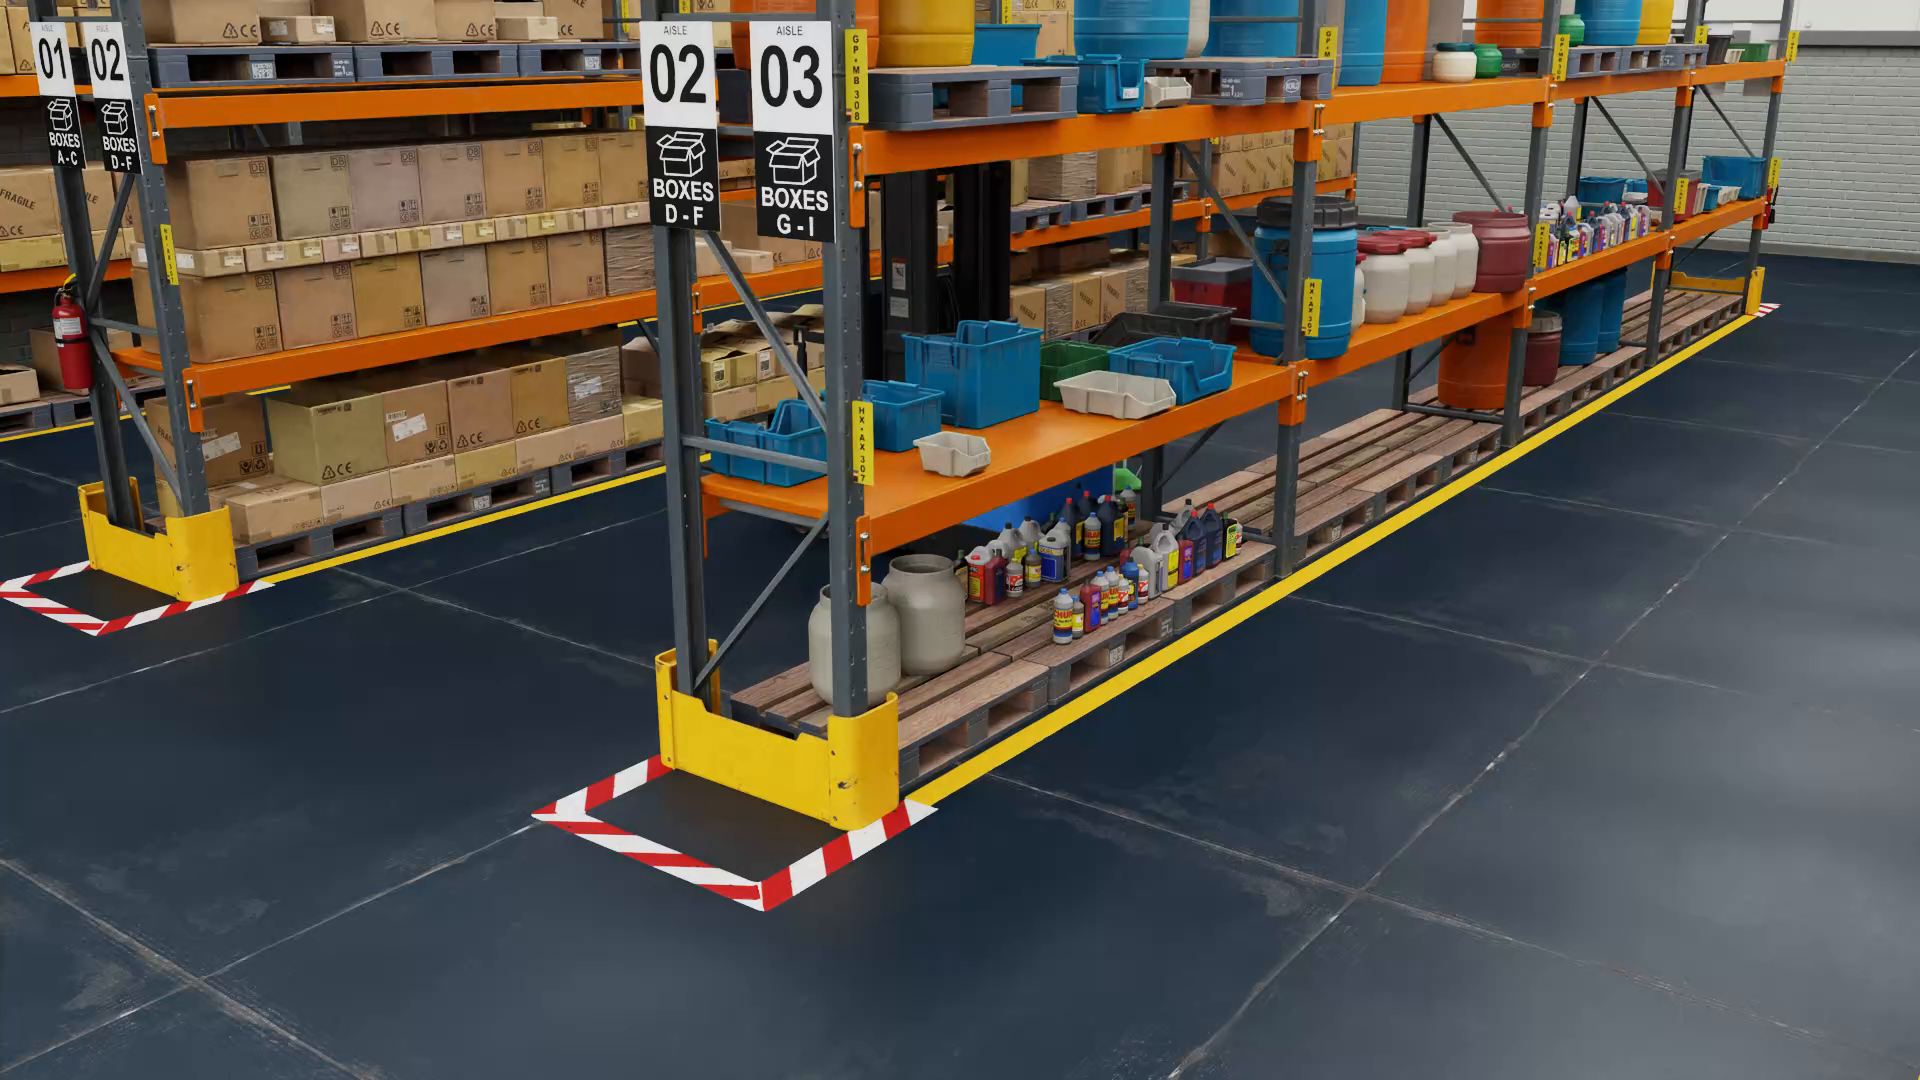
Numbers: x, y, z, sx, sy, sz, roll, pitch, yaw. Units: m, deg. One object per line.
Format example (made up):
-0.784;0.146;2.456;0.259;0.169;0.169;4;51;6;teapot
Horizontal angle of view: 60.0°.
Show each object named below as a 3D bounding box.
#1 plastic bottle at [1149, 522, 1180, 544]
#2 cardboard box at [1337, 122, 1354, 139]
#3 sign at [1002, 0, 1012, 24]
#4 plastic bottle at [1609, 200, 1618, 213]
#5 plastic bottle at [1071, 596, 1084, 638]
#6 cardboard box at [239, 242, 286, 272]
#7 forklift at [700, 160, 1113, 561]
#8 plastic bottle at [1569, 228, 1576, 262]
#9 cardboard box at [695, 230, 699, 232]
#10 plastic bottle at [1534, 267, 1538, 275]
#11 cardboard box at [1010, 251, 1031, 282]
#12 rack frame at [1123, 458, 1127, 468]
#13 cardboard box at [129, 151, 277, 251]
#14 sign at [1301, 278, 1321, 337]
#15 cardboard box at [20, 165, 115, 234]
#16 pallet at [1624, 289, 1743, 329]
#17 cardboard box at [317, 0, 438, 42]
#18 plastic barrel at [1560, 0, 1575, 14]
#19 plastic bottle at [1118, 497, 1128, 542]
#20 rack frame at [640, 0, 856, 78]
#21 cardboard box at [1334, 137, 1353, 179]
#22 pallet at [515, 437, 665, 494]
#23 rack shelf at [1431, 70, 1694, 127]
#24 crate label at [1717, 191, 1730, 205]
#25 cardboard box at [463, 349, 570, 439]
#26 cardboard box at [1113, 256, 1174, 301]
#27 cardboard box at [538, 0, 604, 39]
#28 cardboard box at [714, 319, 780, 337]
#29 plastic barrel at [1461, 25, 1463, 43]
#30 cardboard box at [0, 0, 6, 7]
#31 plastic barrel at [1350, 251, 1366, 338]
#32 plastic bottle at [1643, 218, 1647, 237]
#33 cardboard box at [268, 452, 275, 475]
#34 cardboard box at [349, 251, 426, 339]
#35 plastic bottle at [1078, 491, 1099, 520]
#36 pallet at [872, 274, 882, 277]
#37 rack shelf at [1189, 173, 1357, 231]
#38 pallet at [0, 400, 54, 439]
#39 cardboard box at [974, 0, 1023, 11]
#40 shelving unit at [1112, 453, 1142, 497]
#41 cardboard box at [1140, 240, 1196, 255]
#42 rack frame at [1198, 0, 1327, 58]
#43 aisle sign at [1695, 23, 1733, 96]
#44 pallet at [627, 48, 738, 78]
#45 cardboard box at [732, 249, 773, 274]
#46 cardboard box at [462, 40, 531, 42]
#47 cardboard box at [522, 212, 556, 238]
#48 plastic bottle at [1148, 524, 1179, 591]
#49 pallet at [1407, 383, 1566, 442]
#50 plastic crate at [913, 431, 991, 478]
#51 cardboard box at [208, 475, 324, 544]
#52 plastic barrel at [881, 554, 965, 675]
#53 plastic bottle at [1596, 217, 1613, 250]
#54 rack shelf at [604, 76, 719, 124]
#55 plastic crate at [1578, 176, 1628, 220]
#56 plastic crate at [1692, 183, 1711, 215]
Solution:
1.169;0.027;9.449;0.152;0.276;0.135;12;21;35;plastic bottle
4.699;-5.398;21.215;0.500;0.500;0.500;12;21;34;cardboard box
0.418;-4.739;14.885;0.100;0.325;0.005;12;21;35;sign
5.936;-2.924;15.185;0.144;0.351;0.185;12;21;35;plastic bottle
0.579;0.384;8.425;0.097;0.201;0.097;0;17;0;plastic bottle
-4.228;-1.693;9.876;0.380;0.149;0.250;12;21;33;cardboard box
-0.487;-1.517;10.686;3.031;2.935;1.130;14;22;37;forklift
5.054;-2.450;13.793;0.097;0.271;0.097;0;17;0;plastic bottle
-3.460;-3.323;19.302;0.750;0.750;0.750;12;21;34;cardboard box
4.470;-2.233;13.085;0.152;0.276;0.135;12;21;35;plastic bottle
0.376;-2.775;16.831;0.500;0.250;0.500;13;22;37;cardboard box
0.989;-0.706;10.993;0.240;1.200;0.015;-3;18;-10;rack frame
-4.470;-2.006;9.788;0.700;0.500;0.500;13;21;35;cardboard box
2.005;-1.326;9.488;0.100;0.325;0.005;12;21;35;sign
-7.331;-2.811;13.692;0.500;0.500;0.500;13;22;36;cardboard box
8.197;-2.630;18.858;1.003;0.211;1.213;12;21;35;pallet
-3.580;-3.312;10.180;0.500;0.500;0.500;12;21;35;cardboard box
4.888;-4.393;13.837;0.433;0.535;0.433;0;17;0;plastic barrel
0.943;-0.107;9.870;0.061;0.283;0.133;12;21;35;plastic bottle
-0.814;-3.206;5.893;1.000;3.000;0.127;12;21;35;rack frame
4.696;-4.921;21.363;0.500;0.500;0.500;13;22;36;cardboard box
-2.914;-0.656;12.500;1.003;0.211;1.213;12;21;35;pallet
5.145;-3.811;14.114;1.077;0.370;4.000;12;21;35;rack shelf
8.049;-3.691;17.915;0.396;0.136;0.243;12;21;35;crate label
-3.109;-1.029;11.664;0.500;0.500;0.500;12;21;35;cardboard box
1.995;-2.807;18.197;0.500;0.500;0.500;13;21;35;cardboard box
-2.918;-3.844;11.893;0.500;0.500;0.500;15;22;39;cardboard box
-1.791;-1.715;14.192;0.500;0.311;0.500;12;21;35;cardboard box
3.522;-3.712;12.393;0.421;0.512;0.421;0;17;0;plastic barrel
-7.710;-4.342;12.722;0.500;0.500;0.500;13;22;36;cardboard box
2.316;-1.547;10.440;0.433;0.535;0.433;0;17;0;plastic barrel
6.314;-2.920;15.425;0.097;0.201;0.097;0;17;0;plastic bottle
-4.419;-0.405;10.920;0.500;0.250;0.500;12;21;35;cardboard box
-3.892;-1.617;10.723;0.700;0.500;0.500;13;21;35;cardboard box
0.755;-0.119;9.795;0.144;0.351;0.185;13;22;36;plastic bottle
-1.104;-3.785;22.576;1.003;0.211;1.213;12;21;35;pallet
3.552;-4.208;20.449;1.077;0.370;4.000;12;21;35;rack shelf
-8.212;-0.965;13.495;1.003;0.211;1.213;12;21;35;pallet
0.242;-5.183;15.463;0.500;0.500;0.500;12;21;35;cardboard box
1.035;-0.635;10.764;0.258;1.200;0.503;-3;18;-10;shelving unit
2.472;-3.277;19.712;0.500;0.500;0.500;12;21;35;cardboard box
1.570;-4.158;8.961;1.000;3.000;0.127;12;21;35;rack frame
8.524;-5.463;18.893;0.394;0.787;0.004;12;21;35;aisle sign
-1.891;-3.723;12.940;0.805;0.209;1.217;11;21;33;pallet
-1.714;-2.224;13.273;0.380;0.149;0.250;12;21;35;cardboard box
-4.850;-5.196;17.151;0.797;0.503;0.637;16;24;42;cardboard box
-3.004;-2.182;11.451;0.380;0.149;0.250;12;21;34;cardboard box
1.111;0.089;9.125;0.144;0.351;0.185;12;21;34;plastic bottle
4.389;-1.109;13.961;1.003;0.211;1.213;12;21;35;pallet
-0.022;-0.371;7.325;0.298;0.136;0.250;12;21;35;plastic crate
-4.291;-0.193;10.234;0.500;0.250;0.500;12;21;35;cardboard box
-0.184;0.357;8.022;0.421;0.512;0.421;0;17;0;plastic barrel
5.625;-2.694;14.571;0.152;0.276;0.135;12;21;35;plastic bottle
-1.215;-3.735;13.868;1.077;0.370;4.000;12;21;35;rack shelf
6.341;-3.391;16.532;0.392;0.384;0.575;12;21;35;plastic crate
7.394;-3.502;17.061;0.437;0.282;0.530;12;21;35;plastic crate
